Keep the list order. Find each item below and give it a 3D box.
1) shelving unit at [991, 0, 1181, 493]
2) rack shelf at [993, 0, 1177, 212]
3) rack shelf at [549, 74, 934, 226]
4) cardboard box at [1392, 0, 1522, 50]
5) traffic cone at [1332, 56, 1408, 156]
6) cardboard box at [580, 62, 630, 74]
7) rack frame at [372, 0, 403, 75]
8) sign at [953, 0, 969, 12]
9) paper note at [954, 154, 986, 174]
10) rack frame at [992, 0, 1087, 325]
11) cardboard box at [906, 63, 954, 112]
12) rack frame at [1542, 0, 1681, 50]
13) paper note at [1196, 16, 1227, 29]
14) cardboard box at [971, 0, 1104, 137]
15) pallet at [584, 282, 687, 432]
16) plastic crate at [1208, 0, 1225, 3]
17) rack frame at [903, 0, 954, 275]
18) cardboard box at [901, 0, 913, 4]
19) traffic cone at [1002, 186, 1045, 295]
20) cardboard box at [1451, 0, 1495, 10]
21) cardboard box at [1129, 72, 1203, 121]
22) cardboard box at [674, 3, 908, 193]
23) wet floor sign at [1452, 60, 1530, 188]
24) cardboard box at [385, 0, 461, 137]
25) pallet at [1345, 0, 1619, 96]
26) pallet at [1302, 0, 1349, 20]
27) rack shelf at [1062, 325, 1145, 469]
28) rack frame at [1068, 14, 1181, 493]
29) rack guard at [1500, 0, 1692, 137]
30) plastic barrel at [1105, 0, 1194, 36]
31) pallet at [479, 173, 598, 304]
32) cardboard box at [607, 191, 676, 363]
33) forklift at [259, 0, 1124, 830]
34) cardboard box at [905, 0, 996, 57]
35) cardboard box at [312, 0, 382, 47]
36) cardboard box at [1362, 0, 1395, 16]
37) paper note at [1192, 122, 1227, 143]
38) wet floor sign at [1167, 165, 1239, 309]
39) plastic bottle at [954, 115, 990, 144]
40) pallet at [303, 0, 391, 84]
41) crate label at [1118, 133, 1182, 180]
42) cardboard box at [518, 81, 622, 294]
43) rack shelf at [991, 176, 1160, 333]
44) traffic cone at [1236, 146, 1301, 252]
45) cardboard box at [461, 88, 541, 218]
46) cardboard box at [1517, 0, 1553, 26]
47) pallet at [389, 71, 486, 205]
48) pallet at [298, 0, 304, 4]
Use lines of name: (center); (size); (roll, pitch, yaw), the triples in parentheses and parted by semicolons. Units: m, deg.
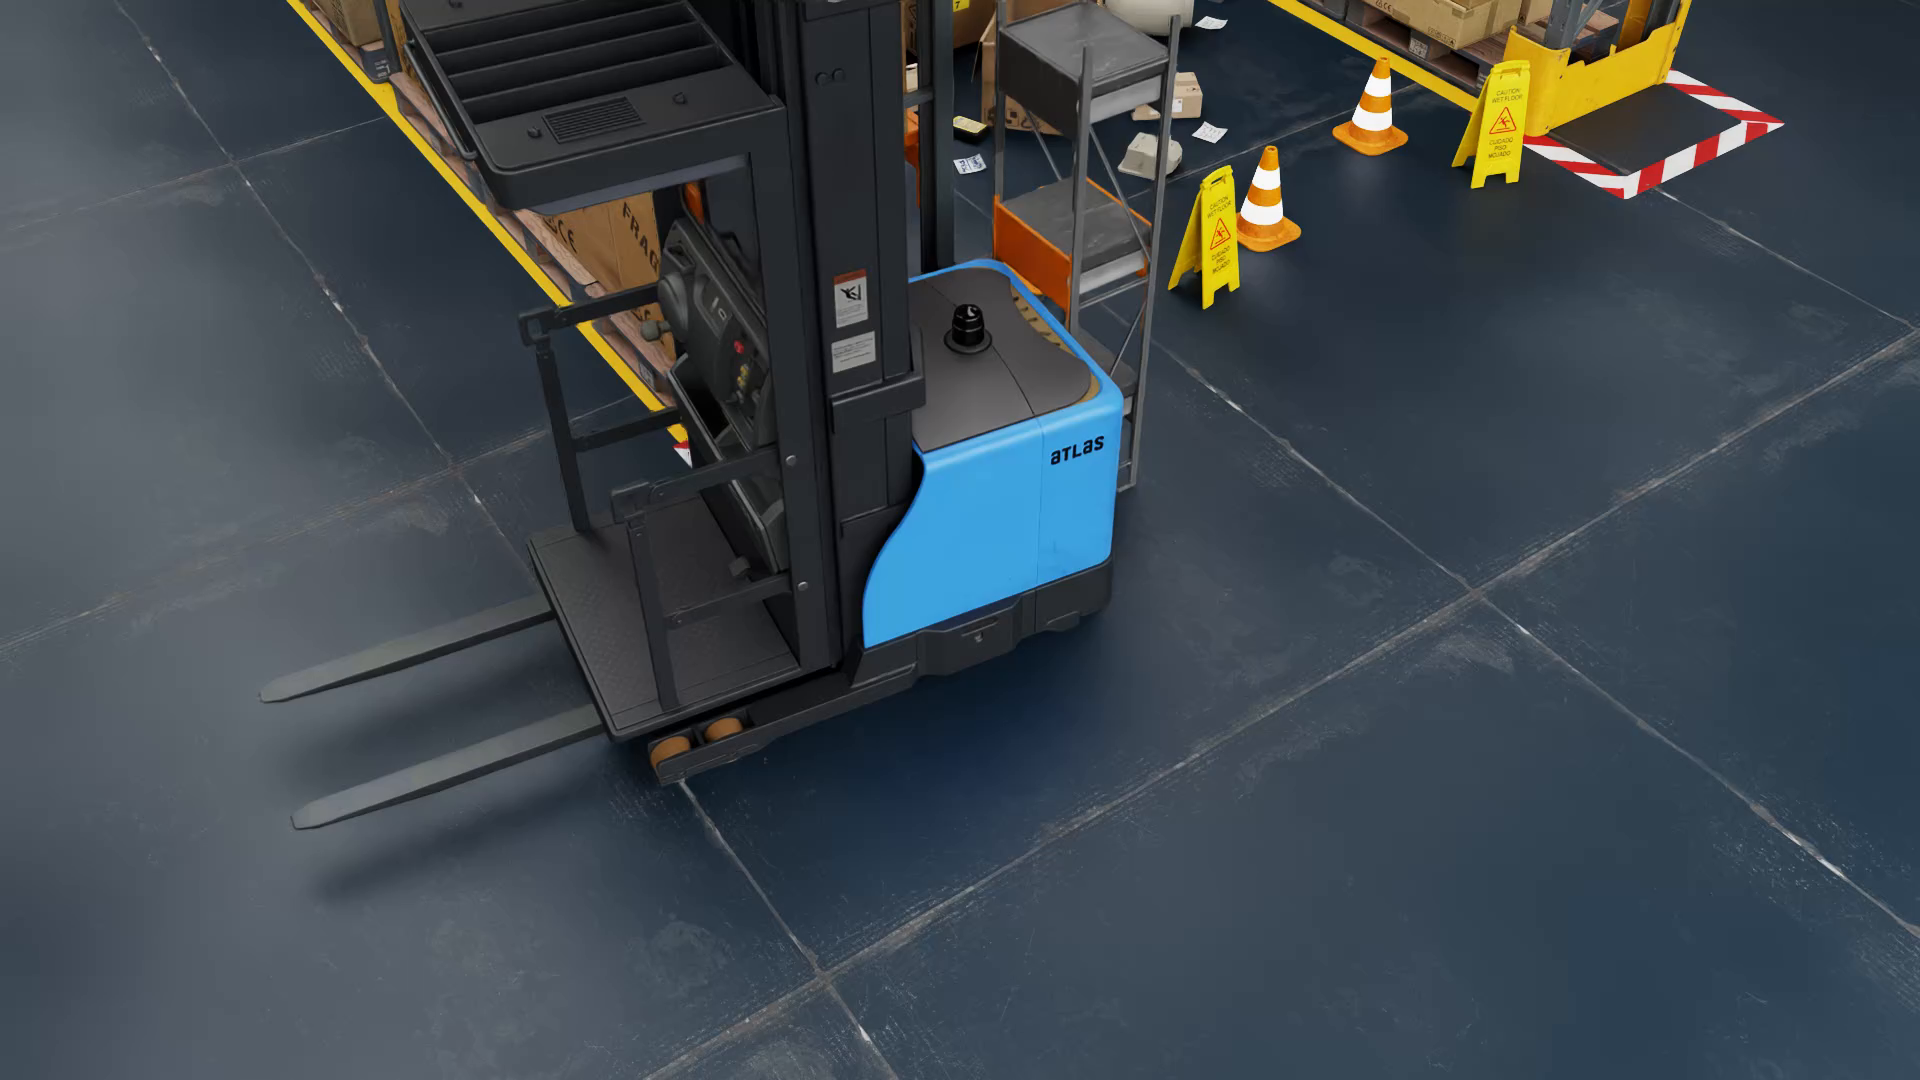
shelving unit: (0.431, -1.055, 6.335); (0.431, 2.100, 0.503); (-25, 49, -24)
rack shelf: (0.431, -1.551, 5.861); (0.431, 0.518, 0.480); (-25, 49, -24)
rack shelf: (-1.611, -2.407, 7.620); (1.077, 0.370, 4.000); (-26, 49, -24)
cardboard box: (2.838, -3.069, 9.480); (0.500, 0.250, 0.500); (-26, 49, -25)
traffic cone: (2.231, -2.363, 8.890); (0.336, 0.463, 0.334); (-26, 49, -24)
cardboard box: (-1.049, -2.083, 6.652); (0.875, 0.550, 0.550); (-26, 49, -24)
rack frame: (-2.756, -3.800, 8.558); (1.000, 3.000, 0.127); (-26, 49, -24)
sign: (-0.009, -2.092, 6.085); (0.100, 0.325, 0.005); (-26, 49, -24)
paper note: (0.052, -1.995, 8.819); (0.144, 0.017, 0.142); (-10, 45, -11)
rack frame: (0.293, -1.194, 6.480); (0.400, 2.100, 0.015); (-25, 49, -24)
cardboard box: (-0.262, -2.565, 9.244); (0.396, 0.266, 0.258); (-18, 46, -18)
rack frame: (3.535, -3.547, 8.293); (1.000, 3.000, 0.127); (-26, 49, -24)
paper note: (1.511, -3.107, 9.982); (0.148, 0.019, 0.142); (26, 49, 25)
cardboard box: (0.454, -2.638, 9.149); (0.637, 0.503, 0.797); (11, 45, 11)
pallet: (-0.989, -0.947, 7.590); (1.003, 0.211, 1.213); (-26, 49, -24)
plastic crate: (1.472, -3.543, 10.403); (0.583, 0.080, 0.402); (26, 49, 25)
rack frame: (-0.467, -1.534, 6.185); (1.000, 3.000, 0.127); (-26, 49, -24)
cardboard box: (-0.648, -2.204, 5.996); (0.875, 0.550, 0.550); (-26, 49, -24)
traffic cone: (0.394, -1.478, 7.963); (0.336, 0.463, 0.334); (-26, 49, -24)
cardboard box: (2.863, -3.326, 9.206); (0.500, 0.500, 0.500); (-25, 49, -24)
cardboard box: (1.129, -2.460, 9.219); (0.380, 0.149, 0.250); (-3, 44, -4)
cardboard box: (-0.717, -1.781, 6.334); (0.875, 0.550, 0.550); (-26, 49, -24)
wet floor sign: (2.766, -2.165, 8.550); (0.267, 0.644, 0.232); (-10, 45, -11)
cardboard box: (-2.453, -2.799, 8.744); (0.875, 0.875, 0.875); (-25, 49, -24)
pallet: (3.056, -3.055, 9.798); (1.003, 0.211, 1.213); (-26, 49, -24)
pallet: (2.362, -3.746, 10.521); (1.003, 0.211, 1.213); (-26, 49, -24)
rack shelf: (0.431, -0.539, 6.827); (0.431, 0.518, 0.480); (-25, 49, -24)
rack frame: (0.569, -0.916, 6.189); (0.400, 2.100, 0.015); (-25, 49, -24)
rack guard: (3.491, -2.686, 9.201); (1.175, 0.500, 0.348); (-26, 49, -24)
plastic barrel: (1.111, -3.187, 9.781); (0.512, 0.421, 0.421); (4, 44, 4)
pallet: (-1.683, -1.638, 8.313); (1.003, 0.211, 1.213); (-26, 49, -24)
cardboard box: (-0.909, -1.275, 7.148); (0.875, 0.875, 0.875); (-25, 49, -24)
forklift: (-0.970, -0.626, 5.283); (3.031, 2.935, 1.130); (-19, 47, -19)
cardboard box: (-0.088, -3.214, 9.654); (0.797, 0.637, 0.503); (-26, 49, -24)
cardboard box: (-3.185, -3.454, 9.521); (1.050, 0.750, 0.750); (-26, 49, -25)
cardboard box: (2.562, -3.352, 9.776); (0.500, 0.250, 0.500); (-26, 49, -24)
paper note: (1.361, -2.222, 9.055); (0.142, 0.019, 0.148); (26, 49, 25)
wet floor sign: (1.173, -1.448, 7.800); (0.267, 0.644, 0.232); (-35, 53, -31)
plastic bottle: (0.010, -2.245, 9.058); (0.283, 0.061, 0.133); (26, 49, 25)
pallet: (-3.259, -3.198, 9.947); (1.003, 0.211, 1.213); (-26, 49, -24)
crate label: (1.014, -2.035, 8.782); (0.298, 0.136, 0.250); (18, 47, 18)
cardboard box: (-1.415, -1.773, 7.669); (0.875, 0.875, 0.875); (-26, 50, -25)
rack shelf: (0.431, -1.045, 6.344); (0.431, 0.518, 0.480); (-25, 49, -24)
traffic cone: (1.515, -1.732, 8.229); (0.336, 0.463, 0.334); (-26, 49, -24)
cardboard box: (-1.934, -2.290, 8.211); (0.875, 0.875, 0.875); (-25, 49, -24)
cardboard box: (3.300, -3.270, 9.690); (0.500, 0.250, 0.500); (-26, 49, -25)
pallet: (-2.385, -2.329, 9.037); (1.003, 0.211, 1.213); (-26, 49, -24)
pallet: (-3.961, -3.890, 10.672); (1.003, 0.211, 1.213); (-26, 49, -24)
